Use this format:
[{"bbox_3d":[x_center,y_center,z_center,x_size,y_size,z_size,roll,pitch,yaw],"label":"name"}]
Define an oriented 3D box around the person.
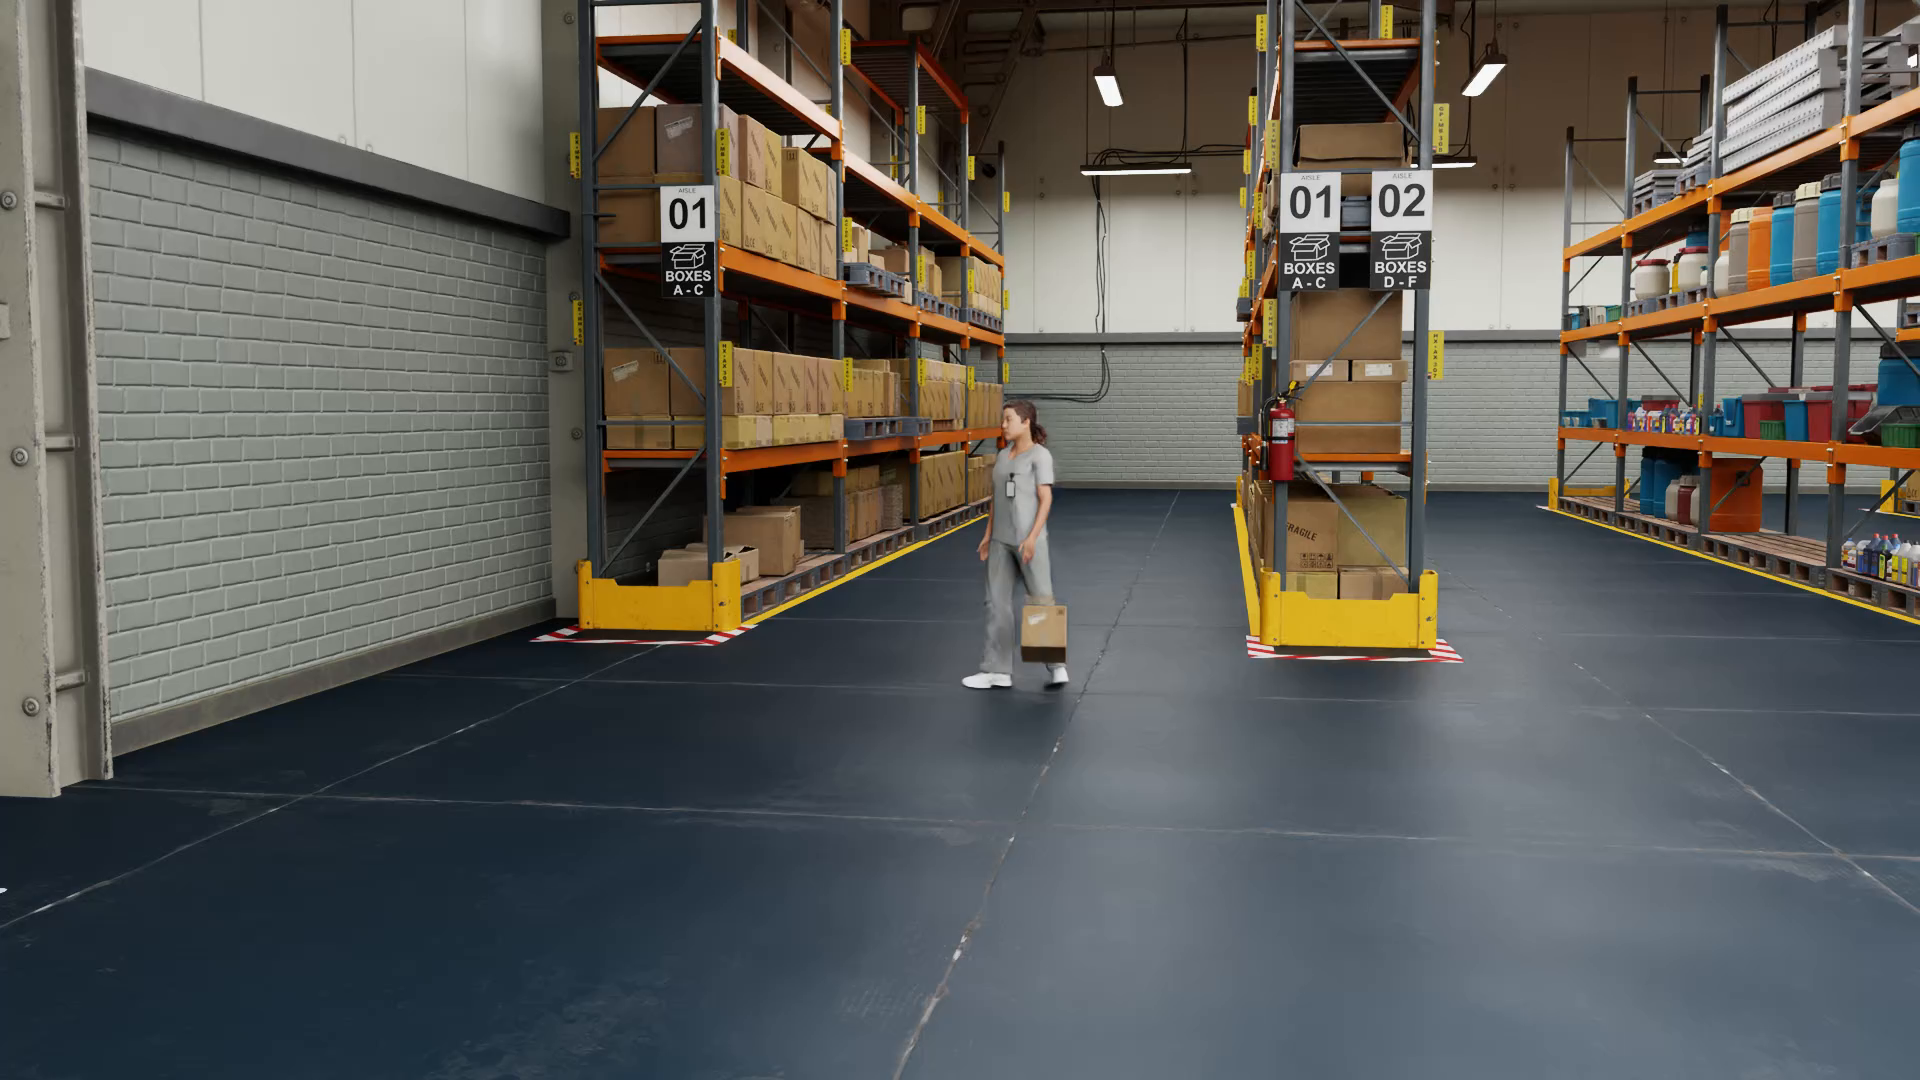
[{"bbox_3d":[0.334,0.018,9.670,0.541,1.666,0.643,5,6,45],"label":"person"}]
